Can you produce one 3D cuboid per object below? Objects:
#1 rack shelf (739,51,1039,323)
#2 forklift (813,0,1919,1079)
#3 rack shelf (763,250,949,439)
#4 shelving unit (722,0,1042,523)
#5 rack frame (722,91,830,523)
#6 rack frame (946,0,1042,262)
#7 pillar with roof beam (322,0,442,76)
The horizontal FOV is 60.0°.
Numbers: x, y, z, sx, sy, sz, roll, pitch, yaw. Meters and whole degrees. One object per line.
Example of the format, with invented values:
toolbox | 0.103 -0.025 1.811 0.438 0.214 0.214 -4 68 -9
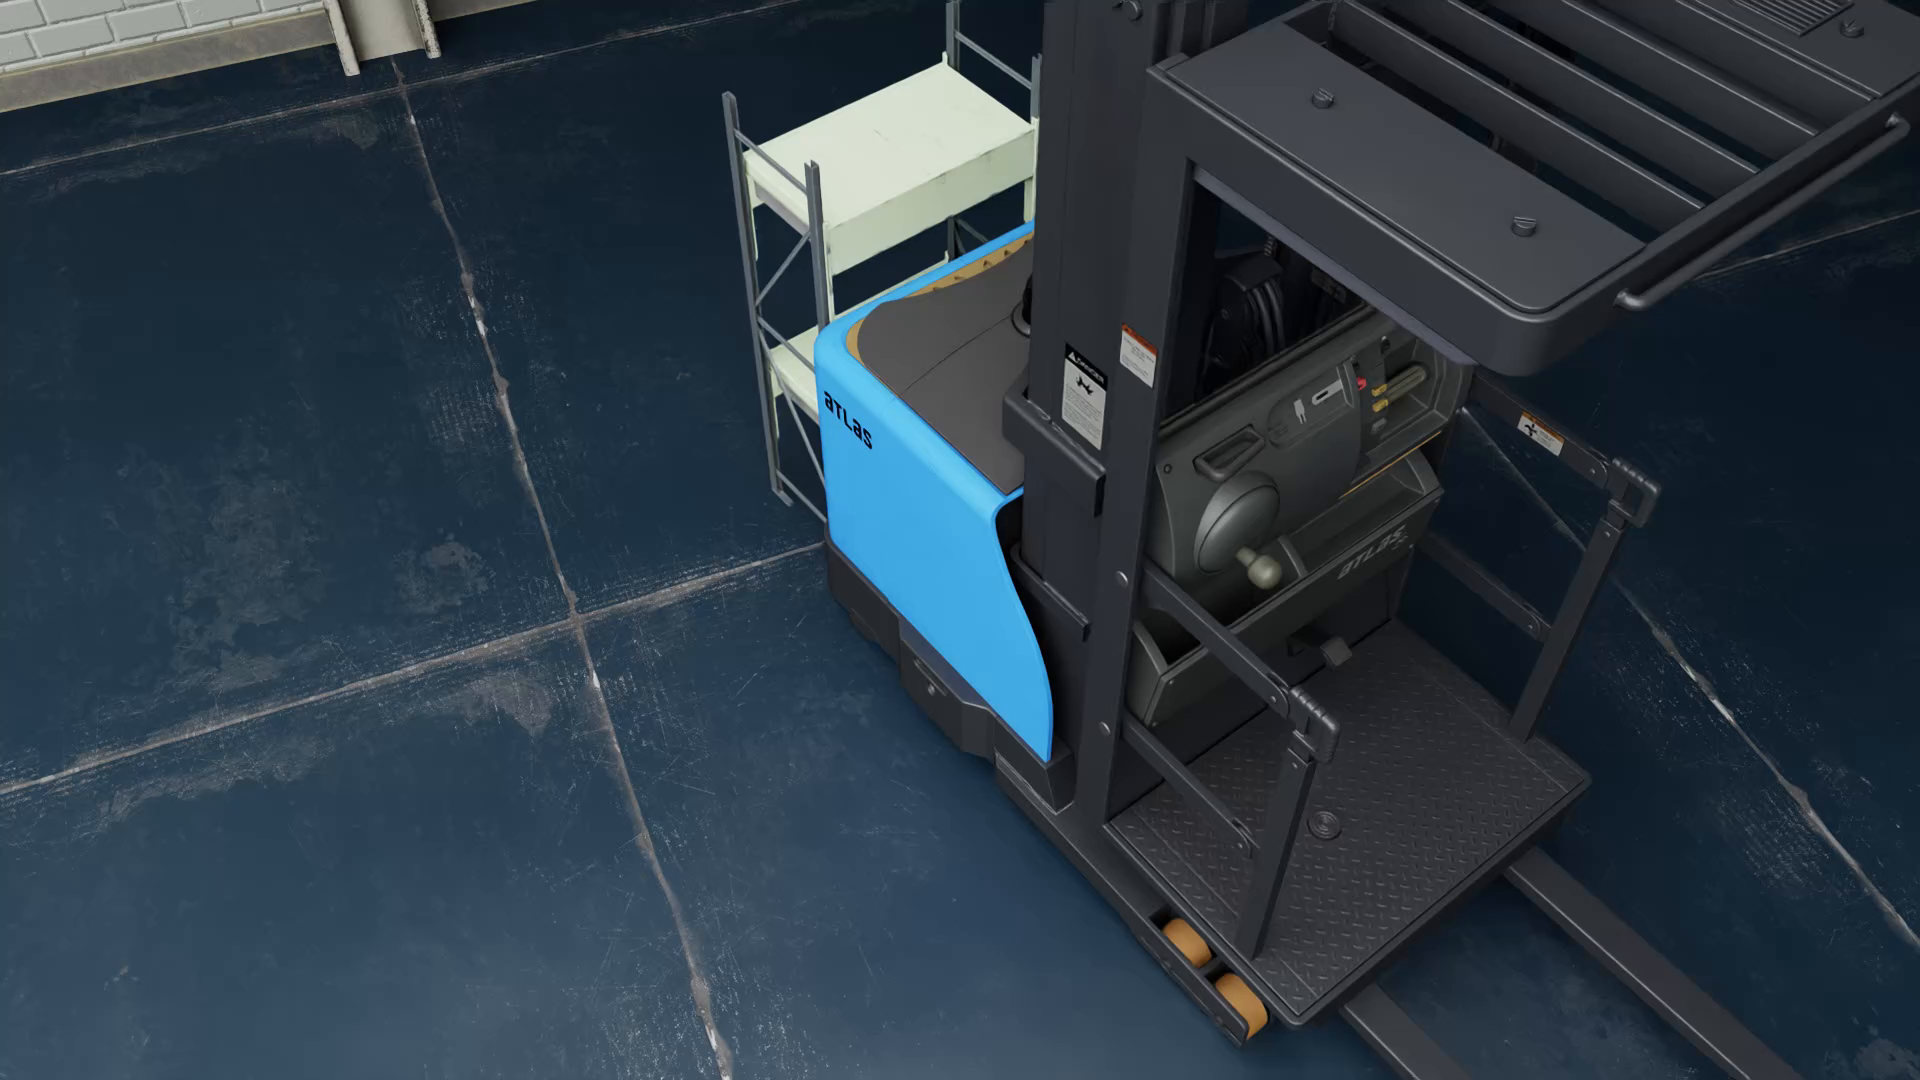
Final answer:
rack shelf | -0.191 -0.966 4.577 0.720 0.370 0.431 -31 56 -24
forklift | 0.906 -0.139 3.438 1.130 2.935 3.031 -31 56 -24
rack shelf | -0.191 -0.499 5.120 0.720 0.370 0.431 -31 56 -24
shelving unit | -0.191 -0.712 4.873 0.755 1.500 0.431 -31 56 -24
rack frame | -0.477 -0.538 4.724 0.023 1.500 0.400 -31 56 -24
rack frame | 0.095 -0.885 5.022 0.023 1.500 0.400 -31 56 -24
pillar with roof beam | -0.793 -1.998 1.034 0.400 9.000 9.100 -17 52 -14
